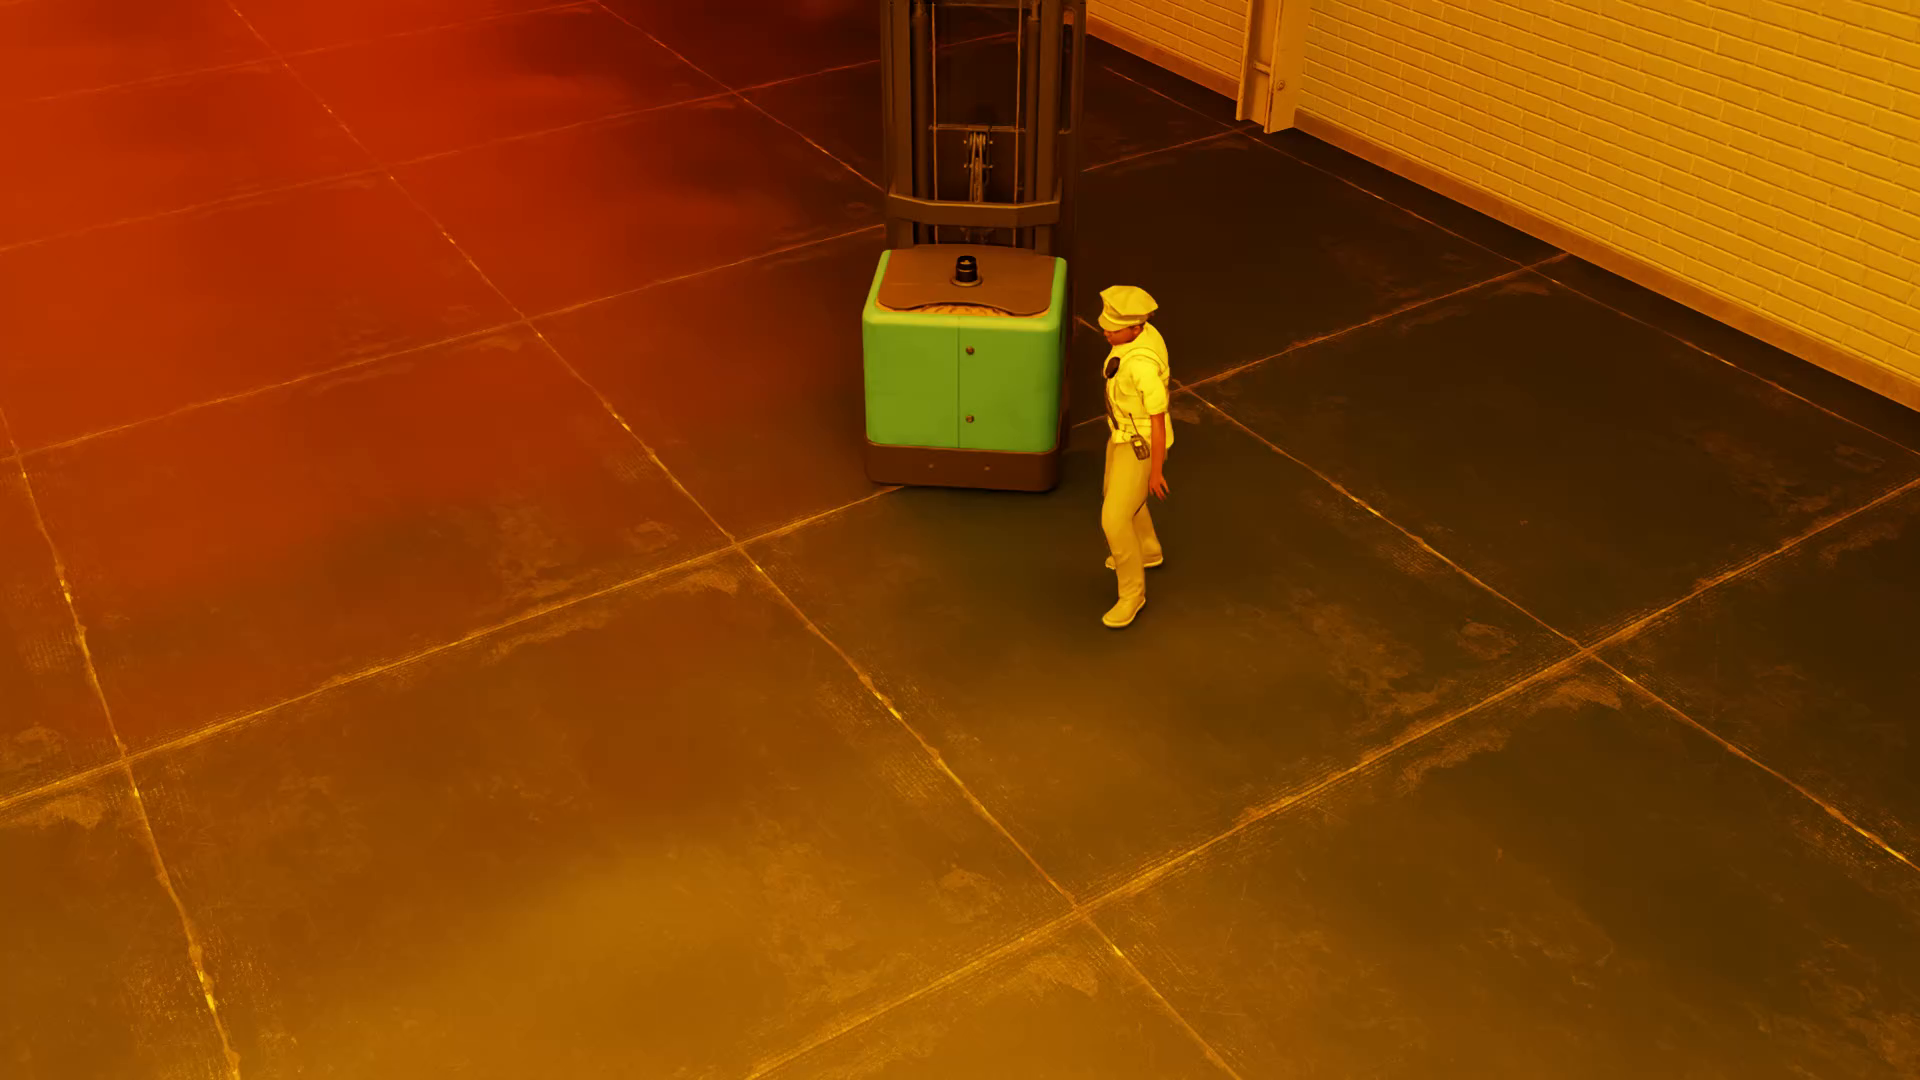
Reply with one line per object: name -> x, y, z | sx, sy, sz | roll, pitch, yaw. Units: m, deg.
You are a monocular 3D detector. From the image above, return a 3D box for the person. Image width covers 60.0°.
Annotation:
person -> 0.834, -0.450, 7.941 | 0.418, 1.632, 0.801 | -1, 35, -2

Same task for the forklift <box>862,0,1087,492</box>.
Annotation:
forklift -> 0.147, -2.291, 9.409 | 1.130, 2.935, 3.031 | 3, 35, 5
